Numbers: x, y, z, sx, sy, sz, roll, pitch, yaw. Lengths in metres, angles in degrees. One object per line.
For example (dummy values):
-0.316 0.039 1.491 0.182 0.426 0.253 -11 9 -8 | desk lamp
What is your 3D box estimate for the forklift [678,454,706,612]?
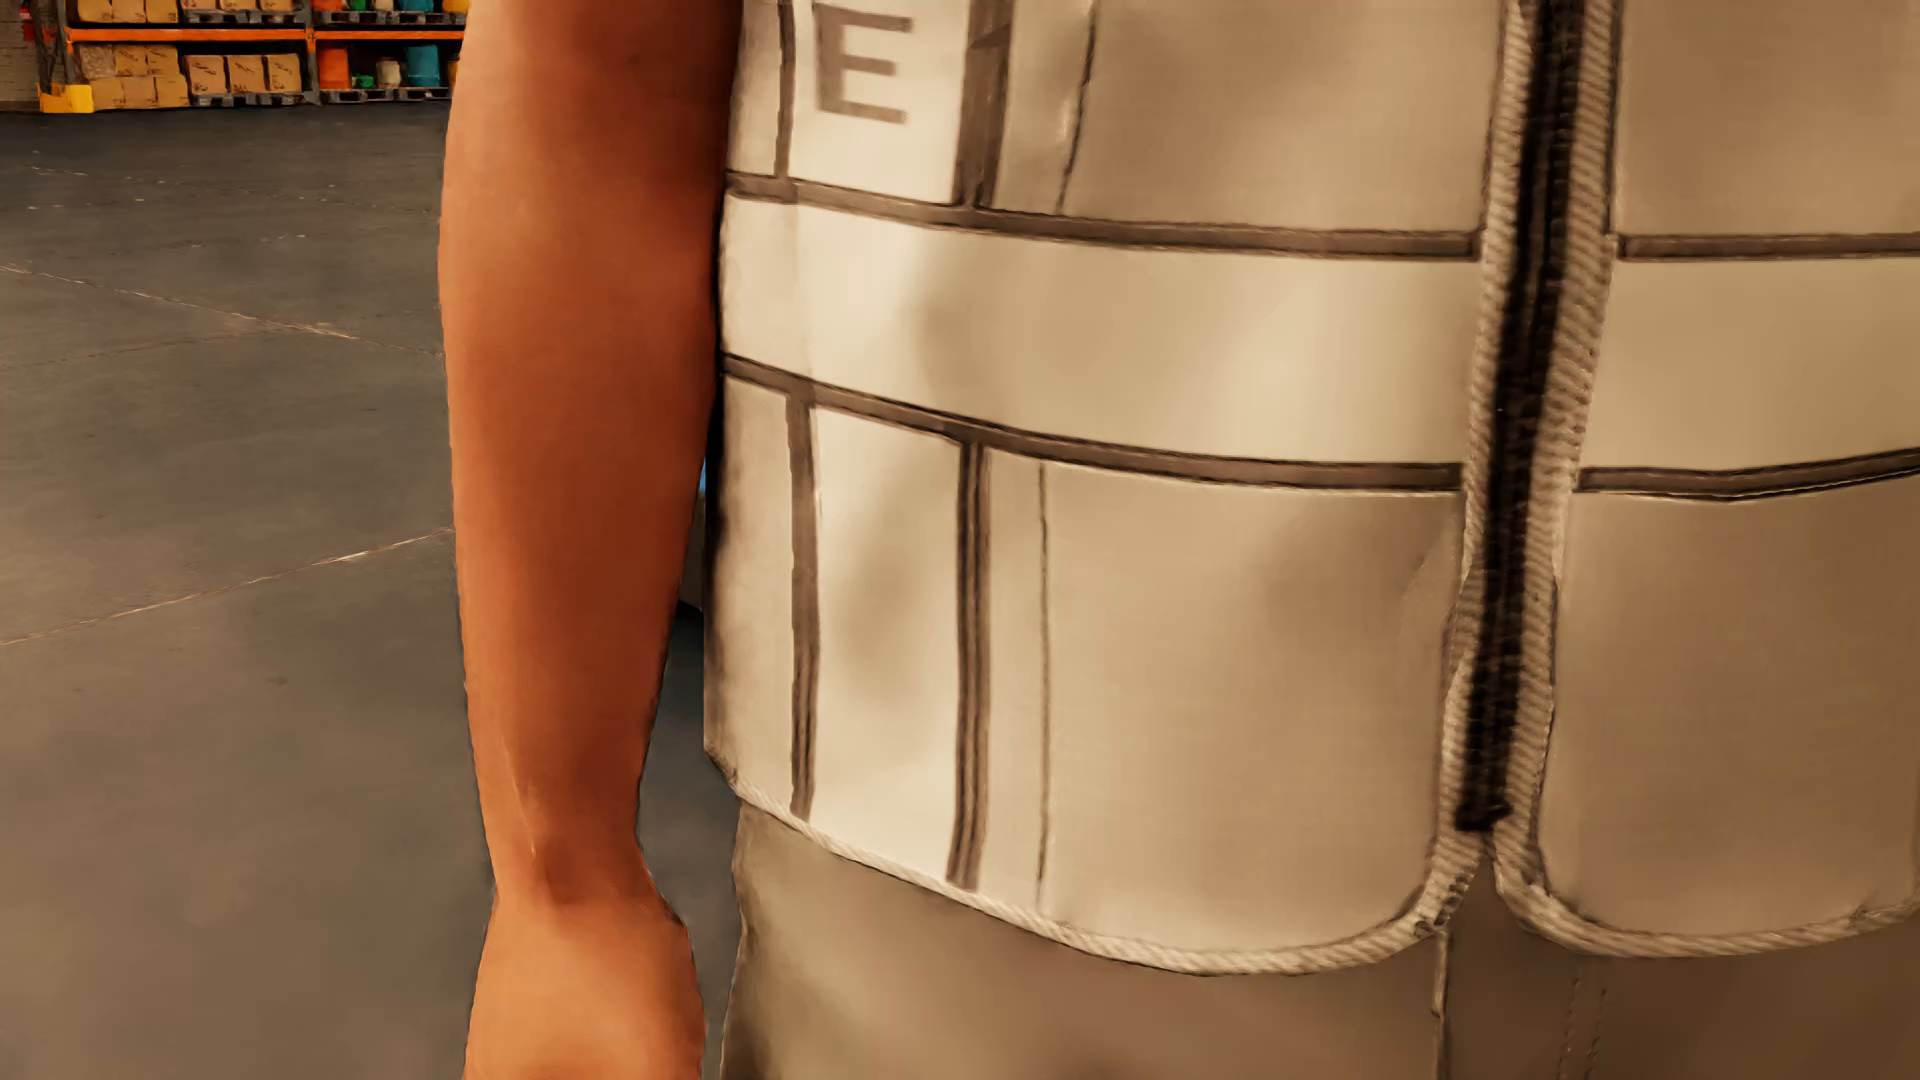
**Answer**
0.508 -1.532 3.941 3.031 2.935 1.130 -13 21 -37 | forklift
